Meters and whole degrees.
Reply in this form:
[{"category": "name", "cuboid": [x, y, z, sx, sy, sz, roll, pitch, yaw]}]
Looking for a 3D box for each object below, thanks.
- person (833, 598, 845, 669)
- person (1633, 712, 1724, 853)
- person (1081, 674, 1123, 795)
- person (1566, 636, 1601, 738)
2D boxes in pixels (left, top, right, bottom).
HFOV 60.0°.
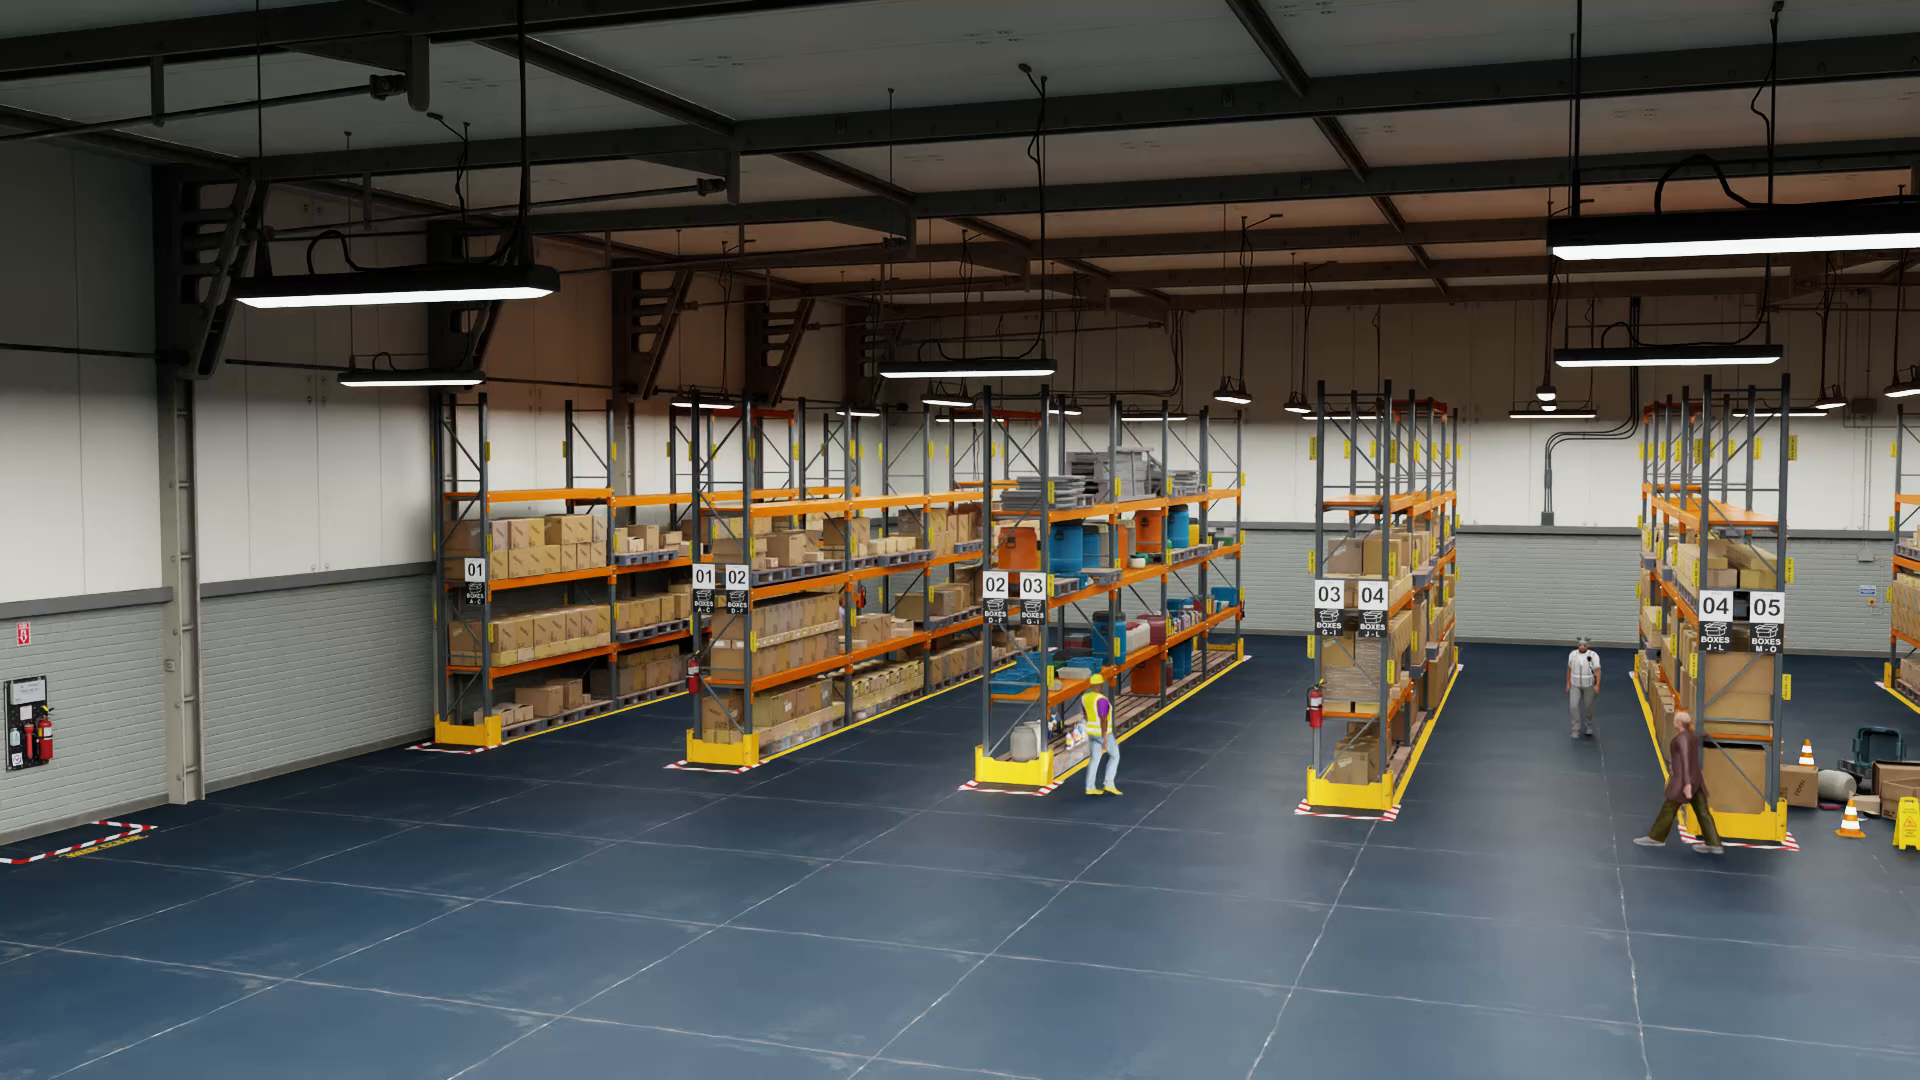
[{"category": "person", "cuboid": [-2.744, 2.149, 38.208, 0.531, 1.616, 0.490, 2, 4, 38]}, {"category": "person", "cuboid": [9.026, 3.004, 20.783, 0.626, 1.720, 1.042, -3, 4, -43]}, {"category": "person", "cuboid": [2.042, 2.835, 24.249, 0.526, 1.783, 0.607, -2, 4, -33]}, {"category": "person", "cuboid": [10.959, 2.583, 29.252, 0.602, 1.785, 0.639, 2, 4, 31]}]
